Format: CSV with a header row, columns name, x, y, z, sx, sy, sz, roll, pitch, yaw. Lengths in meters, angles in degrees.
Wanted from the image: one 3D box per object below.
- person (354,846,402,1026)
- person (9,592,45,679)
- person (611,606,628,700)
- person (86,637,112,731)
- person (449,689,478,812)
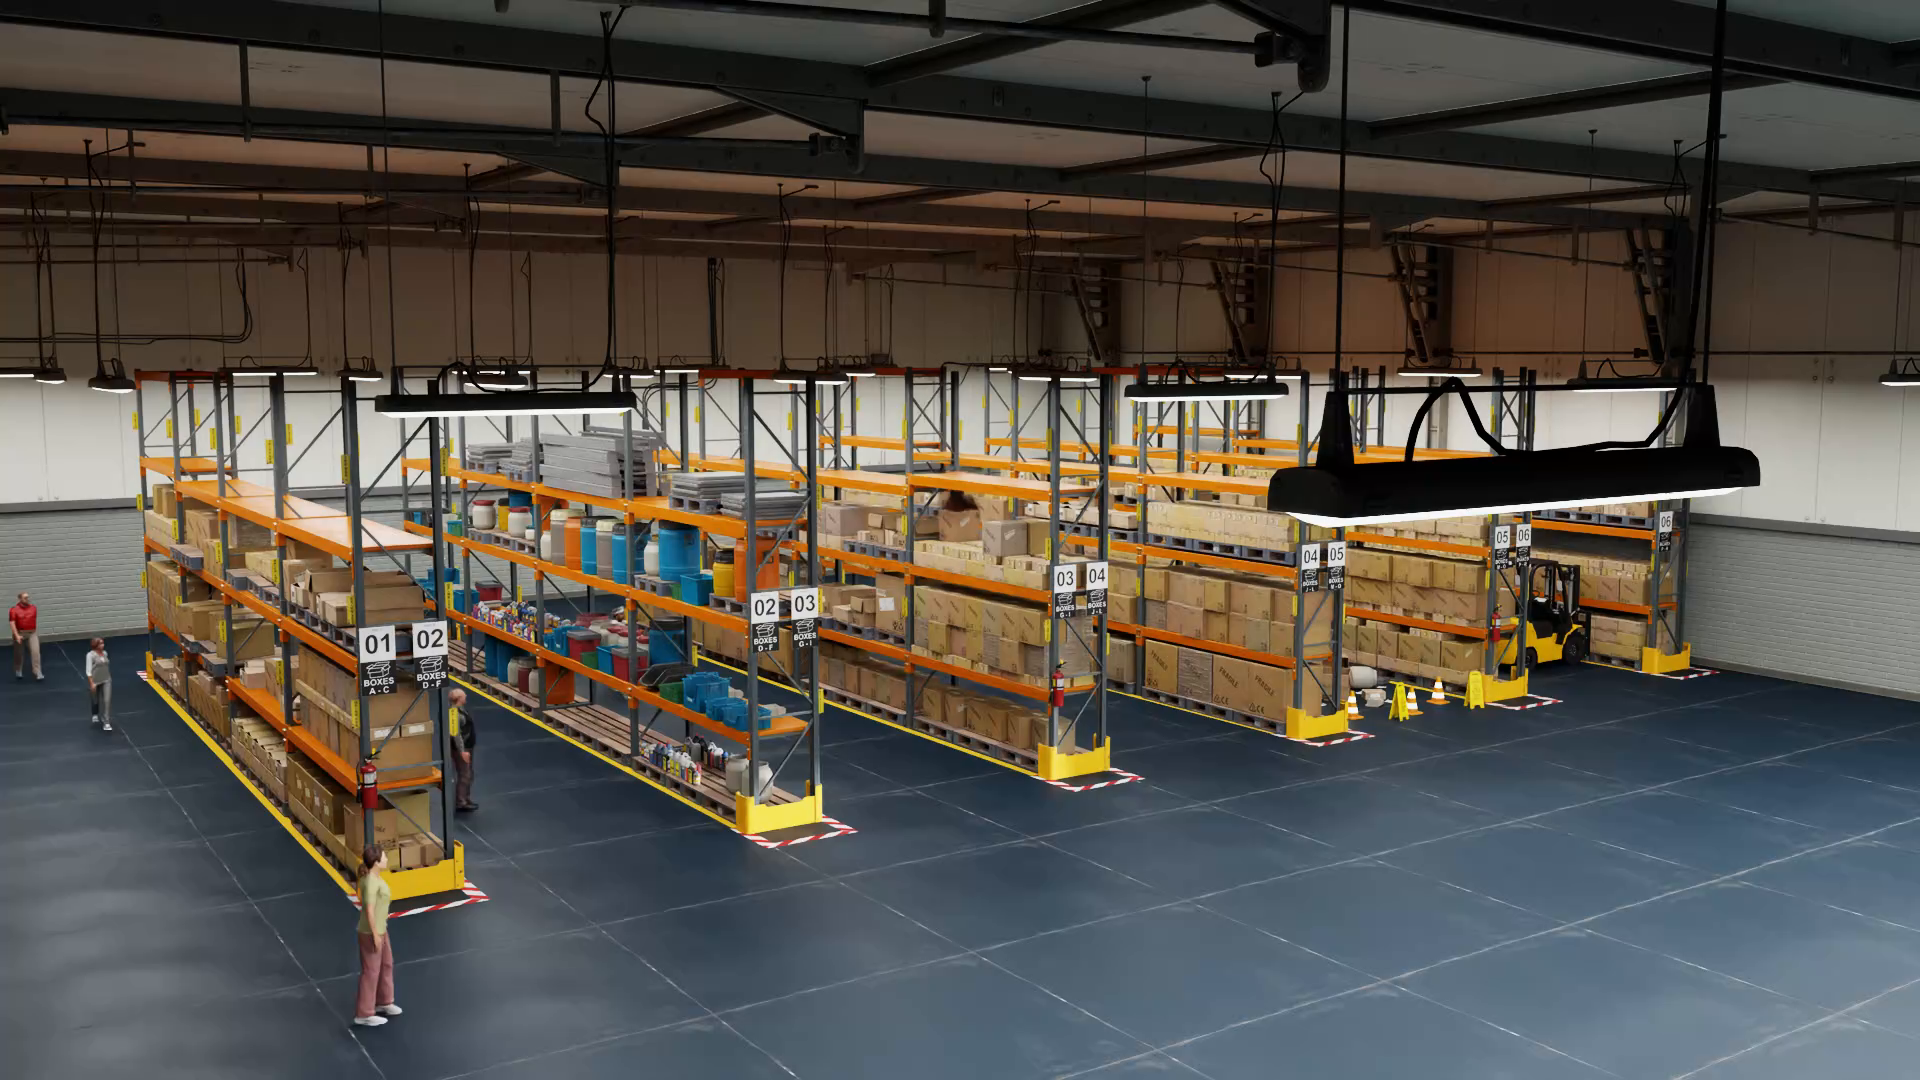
name,x,y,z,sx,sy,sz,roll,pitch,yaw
person,-5.546,3.725,15.778,0.417,1.678,0.524,-1,7,-11
person,-18.044,1.851,32.110,0.516,1.670,1.017,-6,9,-42
person,-6.262,2.029,30.529,0.631,1.651,1.028,-4,8,-33
person,-14.502,2.395,27.995,0.399,1.557,0.823,-5,8,-35
person,-6.883,2.904,23.006,0.420,1.734,0.593,0,6,3
